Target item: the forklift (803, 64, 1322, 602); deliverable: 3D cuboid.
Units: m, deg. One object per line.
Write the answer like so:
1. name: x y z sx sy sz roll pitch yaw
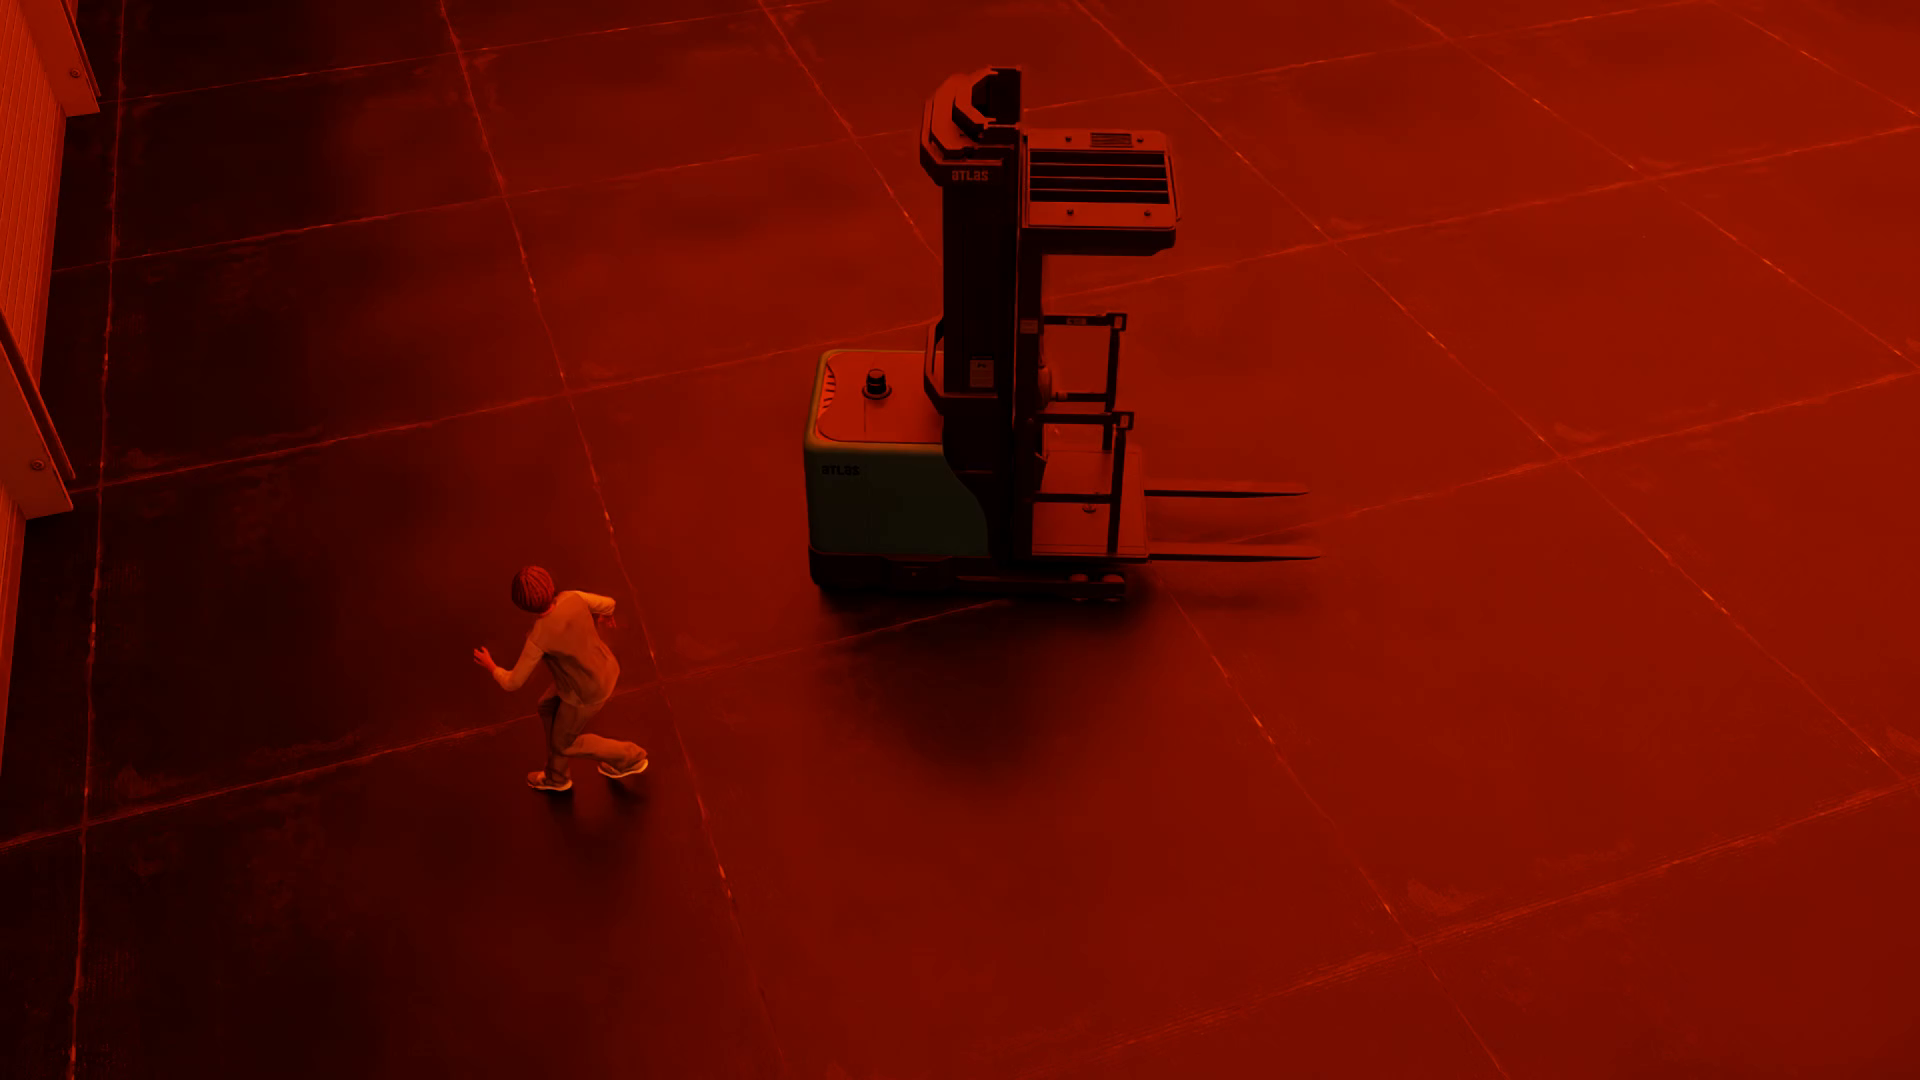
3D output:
1. forklift: 0.635 -1.107 9.315 3.031 2.935 1.130 1 40 2

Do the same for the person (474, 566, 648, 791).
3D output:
1. person: -2.008 0.647 8.381 0.773 1.476 0.731 7 41 8
